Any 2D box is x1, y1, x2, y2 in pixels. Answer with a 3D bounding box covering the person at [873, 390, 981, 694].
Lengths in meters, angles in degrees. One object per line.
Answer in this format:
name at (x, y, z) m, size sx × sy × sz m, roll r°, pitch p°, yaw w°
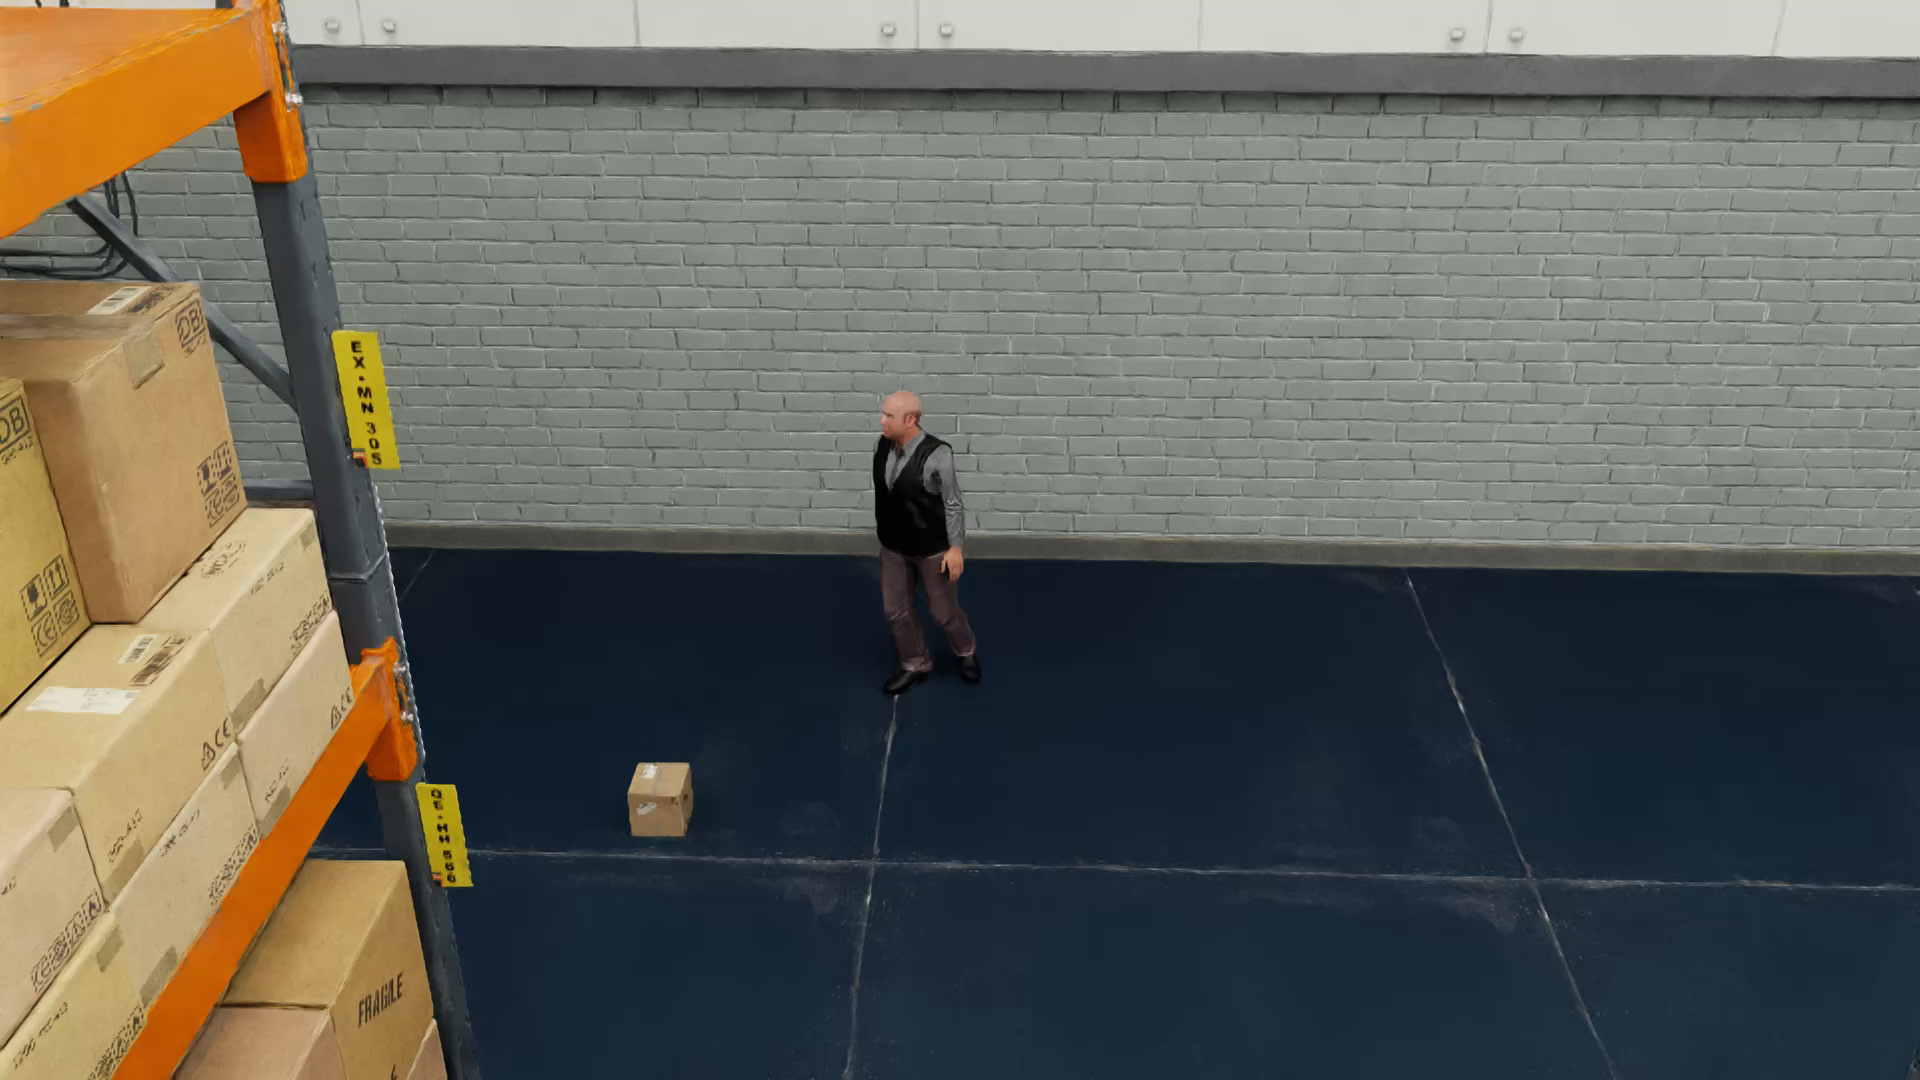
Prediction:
person at (-0.180, -0.009, 8.667) m, size 0.567 × 1.709 × 0.557 m, roll 19°, pitch 33°, yaw 32°
